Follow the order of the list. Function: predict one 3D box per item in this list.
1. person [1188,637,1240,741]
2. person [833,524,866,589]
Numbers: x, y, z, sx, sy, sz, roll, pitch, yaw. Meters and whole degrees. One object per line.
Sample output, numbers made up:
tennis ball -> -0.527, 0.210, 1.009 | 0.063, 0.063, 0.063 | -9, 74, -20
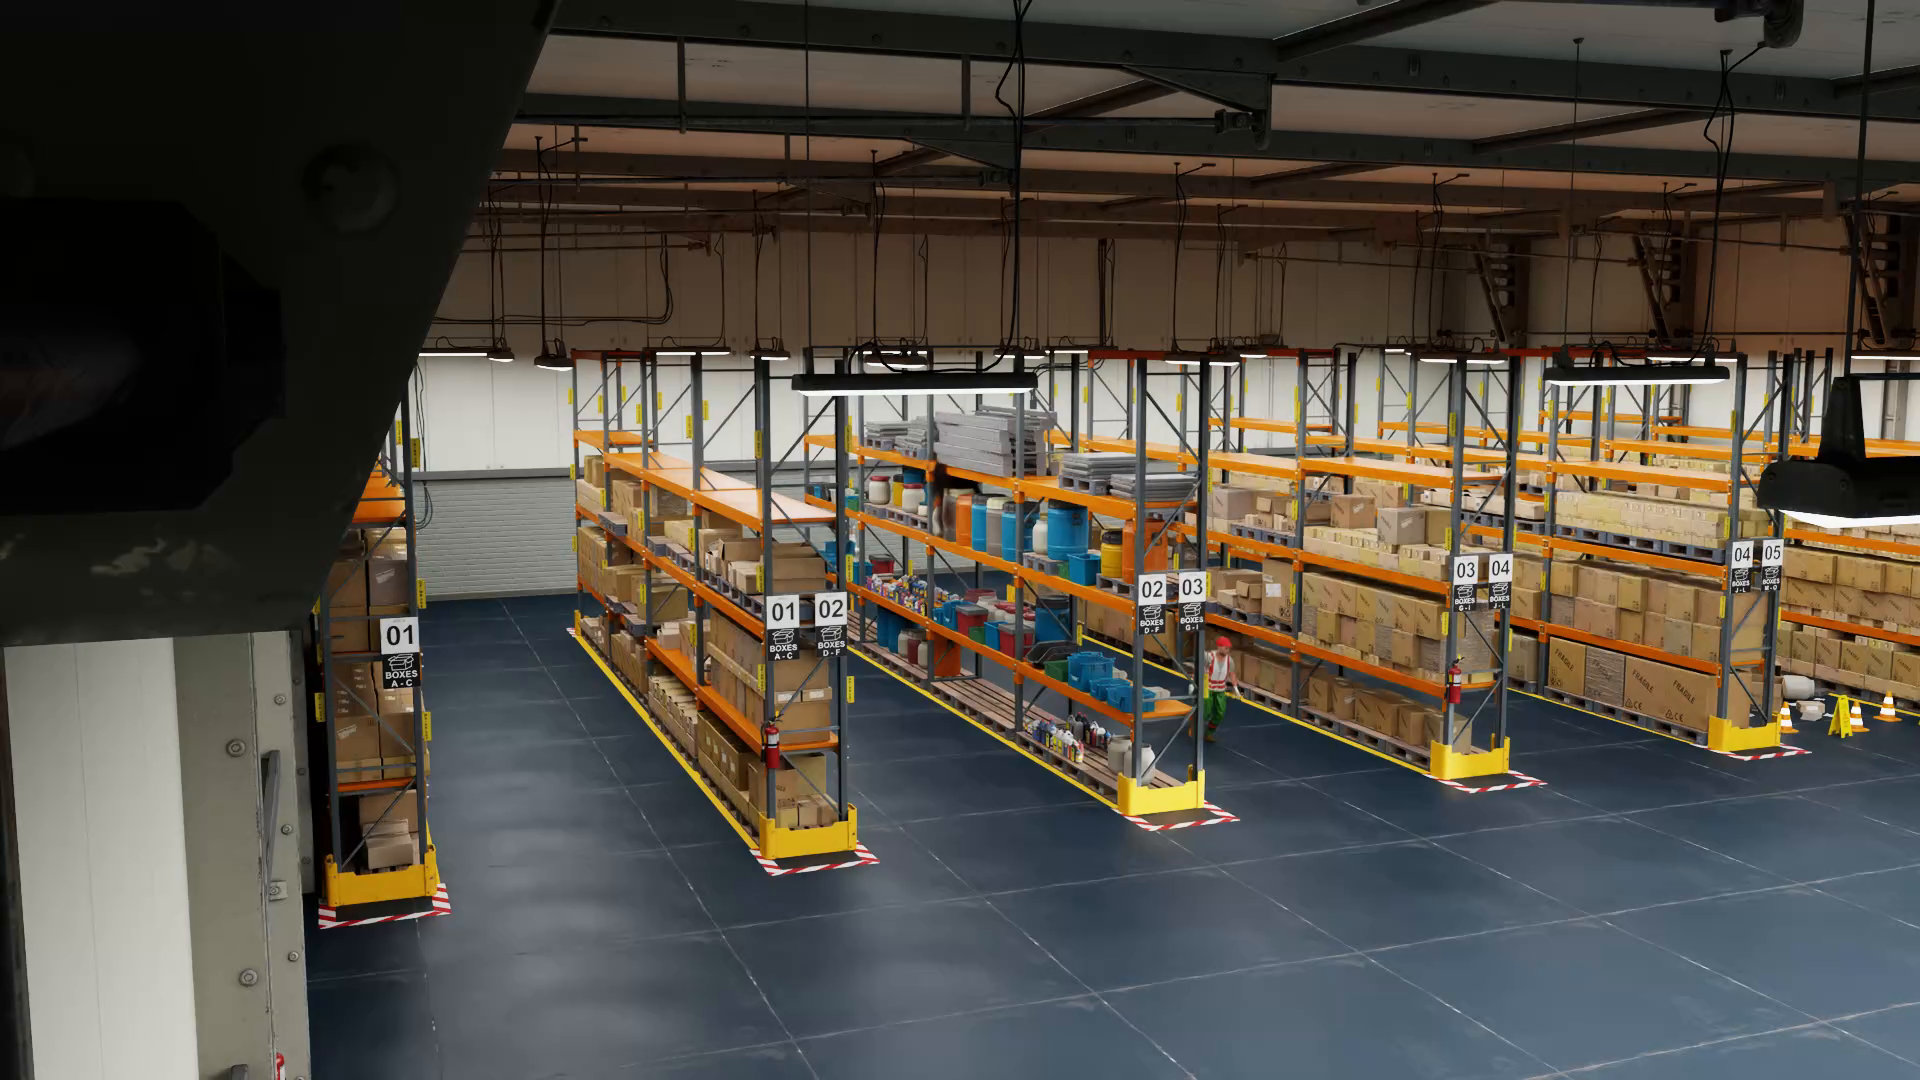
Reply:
person -> 3.913, 2.292, 25.678 | 0.679, 1.678, 0.688 | -2, 7, -16
person -> -2.688, 0.461, 40.503 | 0.829, 1.746, 0.597 | 0, 7, 2
